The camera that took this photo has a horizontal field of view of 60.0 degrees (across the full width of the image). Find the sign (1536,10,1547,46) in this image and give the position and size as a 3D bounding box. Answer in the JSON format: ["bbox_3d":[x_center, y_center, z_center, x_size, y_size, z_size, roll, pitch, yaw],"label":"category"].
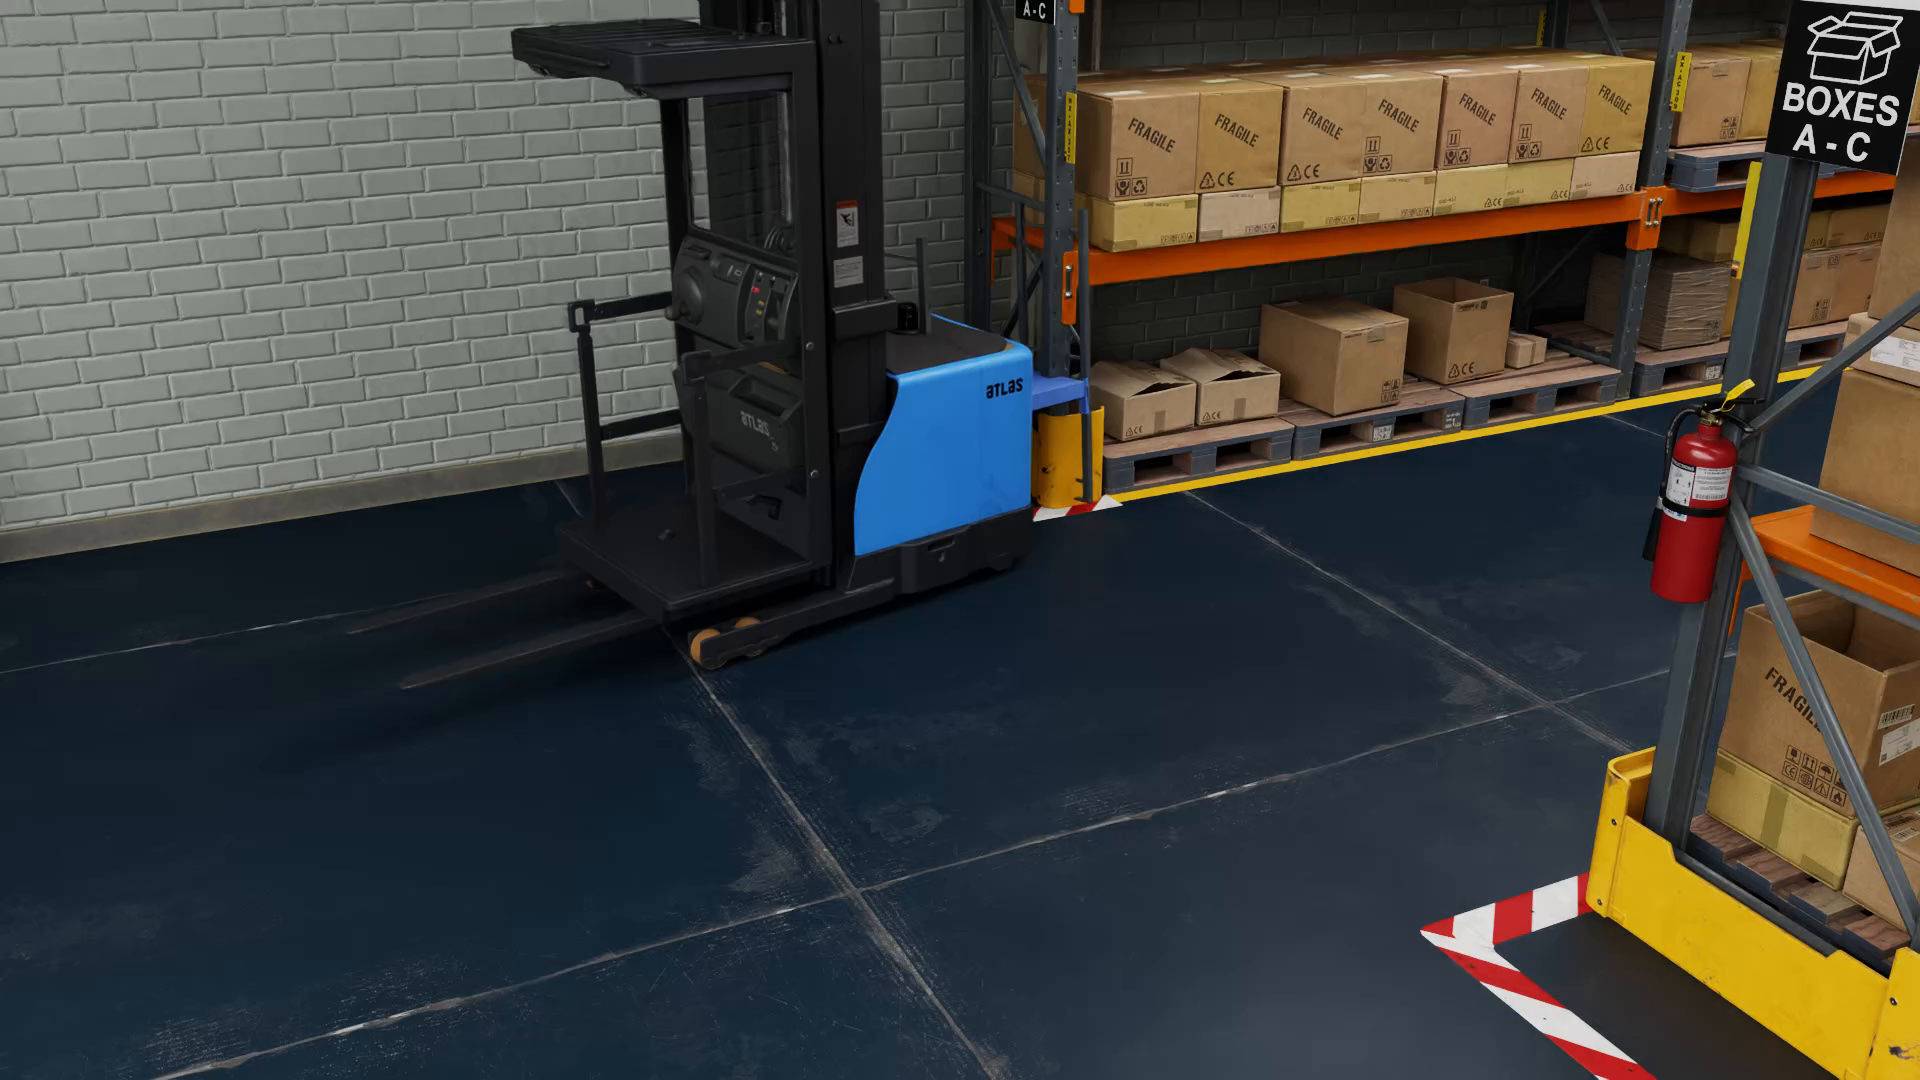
[{"bbox_3d":[3.652,-3.146,10.415,0.005,0.325,0.100,-10,25,-24],"label":"sign"}]

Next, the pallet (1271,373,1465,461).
[{"bbox_3d":[2.205,-0.805,9.918,1.213,0.211,1.003,-10,25,-24],"label":"pallet"}]

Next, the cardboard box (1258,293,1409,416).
[{"bbox_3d":[2.150,-1.088,9.650,0.500,0.500,0.700,-12,25,-27],"label":"cardboard box"}]

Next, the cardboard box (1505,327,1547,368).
[{"bbox_3d":[3.427,-1.216,10.394,0.250,0.166,0.380,-14,26,-30],"label":"cardboard box"}]

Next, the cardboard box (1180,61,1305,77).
[{"bbox_3d":[1.546,-2.362,9.225,0.500,0.500,0.500,-11,25,-25],"label":"cardboard box"}]

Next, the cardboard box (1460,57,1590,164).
[{"bbox_3d":[3.157,-2.437,9.406,0.500,0.500,0.500,-11,25,-24],"label":"cardboard box"}]

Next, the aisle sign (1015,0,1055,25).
[{"bbox_3d":[0.357,-2.843,7.797,0.004,0.787,0.394,-10,25,-24],"label":"aisle sign"}]

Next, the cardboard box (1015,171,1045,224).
[{"bbox_3d":[0.629,-1.841,8.947,0.500,0.250,0.500,-10,25,-23],"label":"cardboard box"}]

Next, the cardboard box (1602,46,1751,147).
[{"bbox_3d":[4.369,-2.743,10.248,0.500,0.500,0.700,-10,25,-23],"label":"cardboard box"}]

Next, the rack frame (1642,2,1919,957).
[{"bbox_3d":[2.443,-0.051,4.450,0.127,3.000,1.000,-10,25,-24],"label":"rack frame"}]

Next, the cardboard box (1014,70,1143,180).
[{"bbox_3d":[0.624,-2.195,8.820,0.500,0.500,0.500,-11,25,-24],"label":"cardboard box"}]

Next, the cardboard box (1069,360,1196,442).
[{"bbox_3d":[0.954,-0.802,9.205,0.500,0.311,0.500,-14,26,-30],"label":"cardboard box"}]

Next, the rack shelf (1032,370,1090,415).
[{"bbox_3d":[0.104,-0.662,8.279,1.000,0.185,0.538,-18,24,-37],"label":"rack shelf"}]

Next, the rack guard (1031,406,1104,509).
[{"bbox_3d":[0.360,-0.615,9.082,0.348,0.500,1.175,-10,25,-24],"label":"rack guard"}]

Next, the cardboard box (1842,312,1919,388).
[{"bbox_3d":[2.705,-0.526,4.619,0.250,0.149,0.380,-11,25,-25],"label":"cardboard box"}]

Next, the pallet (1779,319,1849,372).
[{"bbox_3d":[5.697,-1.466,11.515,1.213,0.211,1.003,-10,25,-24],"label":"pallet"}]

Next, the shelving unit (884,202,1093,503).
[{"bbox_3d":[0.096,-0.832,8.220,1.048,1.500,0.538,-18,24,-37],"label":"shelving unit"}]

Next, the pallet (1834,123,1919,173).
[{"bbox_3d":[5.734,-2.653,10.988,1.213,0.211,1.003,-10,25,-24],"label":"pallet"}]

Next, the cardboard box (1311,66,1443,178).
[{"bbox_3d":[2.230,-2.271,9.004,0.500,0.500,0.500,-10,24,-22],"label":"cardboard box"}]

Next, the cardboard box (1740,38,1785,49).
[{"bbox_3d":[5.456,-2.953,10.756,0.500,0.500,0.700,-7,23,-16],"label":"cardboard box"}]

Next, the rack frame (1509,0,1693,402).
[{"bbox_3d":[3.896,-2.421,10.176,0.127,3.000,1.000,-10,25,-24],"label":"rack frame"}]

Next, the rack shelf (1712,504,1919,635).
[{"bbox_3d":[4.245,-0.050,5.389,4.000,0.370,1.077,-10,25,-24],"label":"rack shelf"}]

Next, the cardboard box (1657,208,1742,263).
[{"bbox_3d":[4.947,-2.017,10.915,0.500,0.250,0.500,-11,25,-25],"label":"cardboard box"}]

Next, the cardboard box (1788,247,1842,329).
[{"bbox_3d":[5.473,-1.770,11.298,0.500,0.500,0.700,-10,25,-23],"label":"cardboard box"}]

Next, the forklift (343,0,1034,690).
[{"bbox_3d":[-1.124,-1.042,6.934,3.031,2.935,1.130,-17,28,-35],"label":"forklift"}]

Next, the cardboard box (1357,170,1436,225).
[{"bbox_3d":[2.249,-1.925,9.149,0.500,0.250,0.500,-10,25,-23],"label":"cardboard box"}]

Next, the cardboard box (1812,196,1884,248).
[{"bbox_3d":[5.872,-2.182,11.311,0.500,0.250,0.500,-11,25,-24],"label":"cardboard box"}]

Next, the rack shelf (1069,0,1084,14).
[{"bbox_3d":[2.094,-3.142,8.938,4.000,0.370,1.077,-10,25,-24],"label":"rack shelf"}]

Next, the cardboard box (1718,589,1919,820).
[{"bbox_3d":[2.797,0.488,5.215,0.500,0.500,0.500,-10,25,-24],"label":"cardboard box"}]

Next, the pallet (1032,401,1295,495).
[{"bbox_3d":[1.107,-0.604,9.433,1.213,0.211,1.003,-10,25,-24],"label":"pallet"}]

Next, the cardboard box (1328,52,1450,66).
[{"bbox_3d":[2.462,-2.536,9.644,0.500,0.500,0.500,-10,24,-22],"label":"cardboard box"}]

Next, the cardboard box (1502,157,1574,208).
[{"bbox_3d":[3.148,-2.098,9.566,0.500,0.250,0.500,-10,25,-23],"label":"cardboard box"}]

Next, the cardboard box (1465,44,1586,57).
[{"bbox_3d":[3.382,-2.701,10.043,0.500,0.500,0.500,-11,25,-25],"label":"cardboard box"}]

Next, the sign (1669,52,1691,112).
[{"bbox_3d":[4.138,-2.635,9.562,0.005,0.325,0.100,-10,25,-24],"label":"sign"}]

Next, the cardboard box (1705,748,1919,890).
[{"bbox_3d":[2.798,0.835,5.357,0.500,0.250,0.500,-10,25,-24],"label":"cardboard box"}]

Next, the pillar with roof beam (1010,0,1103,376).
[{"bbox_3d":[2.414,-3.460,4.842,0.400,9.000,9.100,-10,25,-24],"label":"pillar with roof beam"}]

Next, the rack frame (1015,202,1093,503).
[{"bbox_3d":[0.483,-0.956,8.526,0.032,1.500,0.500,-18,24,-37],"label":"rack frame"}]

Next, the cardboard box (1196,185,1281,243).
[{"bbox_3d":[1.331,-1.760,8.749,0.500,0.250,0.500,-11,25,-25],"label":"cardboard box"}]

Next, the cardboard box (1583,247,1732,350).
[{"bbox_3d":[4.552,-1.597,10.879,0.500,0.500,0.700,-10,24,-22],"label":"cardboard box"}]

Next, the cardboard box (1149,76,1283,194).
[{"bbox_3d":[1.302,-2.098,8.585,0.500,0.500,0.500,-10,25,-23],"label":"cardboard box"}]
